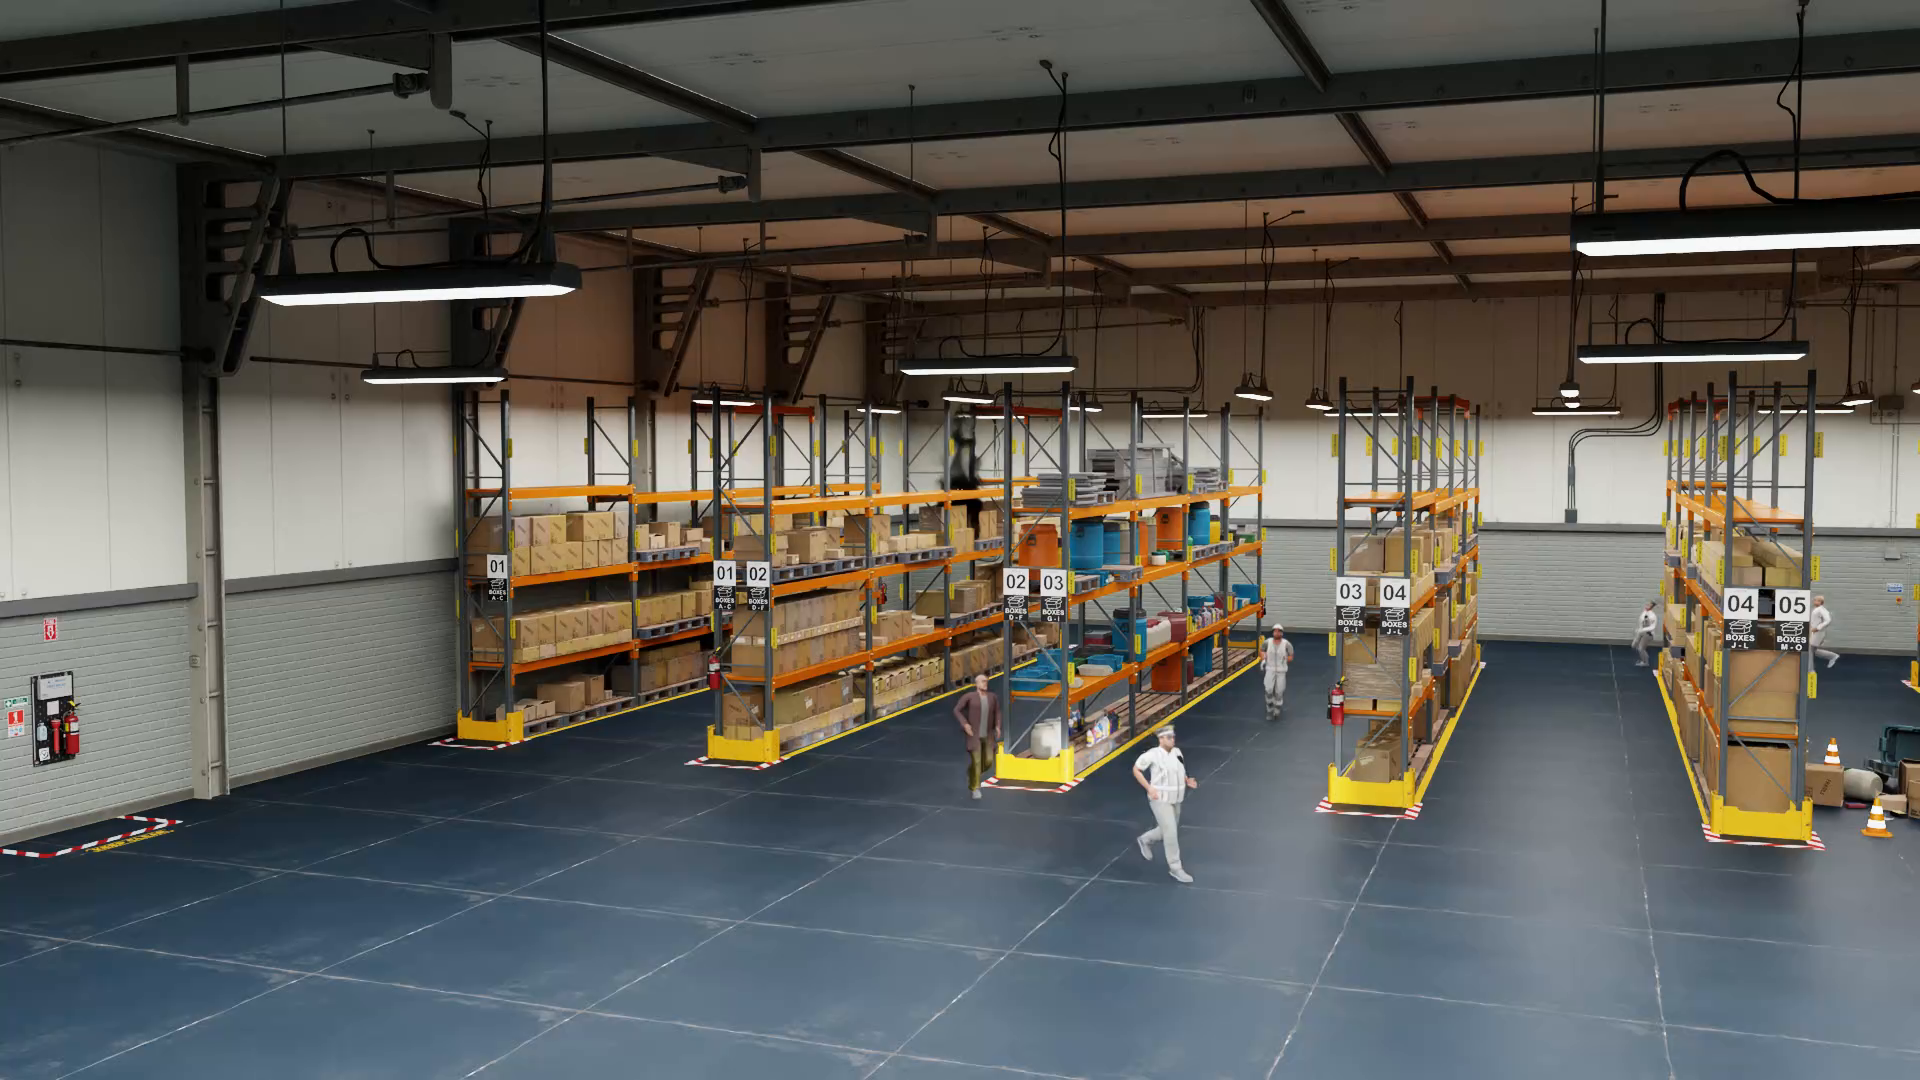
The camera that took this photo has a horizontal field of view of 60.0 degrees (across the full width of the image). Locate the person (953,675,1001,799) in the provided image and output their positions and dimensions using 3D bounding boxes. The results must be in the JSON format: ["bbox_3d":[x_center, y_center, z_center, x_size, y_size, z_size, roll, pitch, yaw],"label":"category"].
[{"bbox_3d":[0.277,2.824,24.034,0.750,1.747,0.578,-1,3,-21],"label":"person"}]

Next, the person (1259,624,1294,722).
[{"bbox_3d":[5.796,2.437,30.496,0.632,1.803,0.721,1,3,12],"label":"person"}]

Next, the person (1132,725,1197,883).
[{"bbox_3d":[2.395,3.047,19.517,0.664,1.791,0.951,-3,4,-40],"label":"person"}]

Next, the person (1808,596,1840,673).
[{"bbox_3d":[19.037,2.107,36.843,0.865,1.755,0.723,1,3,18],"label":"person"}]

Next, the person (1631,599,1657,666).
[{"bbox_3d":[15.560,2.117,37.880,0.469,1.586,0.792,-1,3,-9],"label":"person"}]
